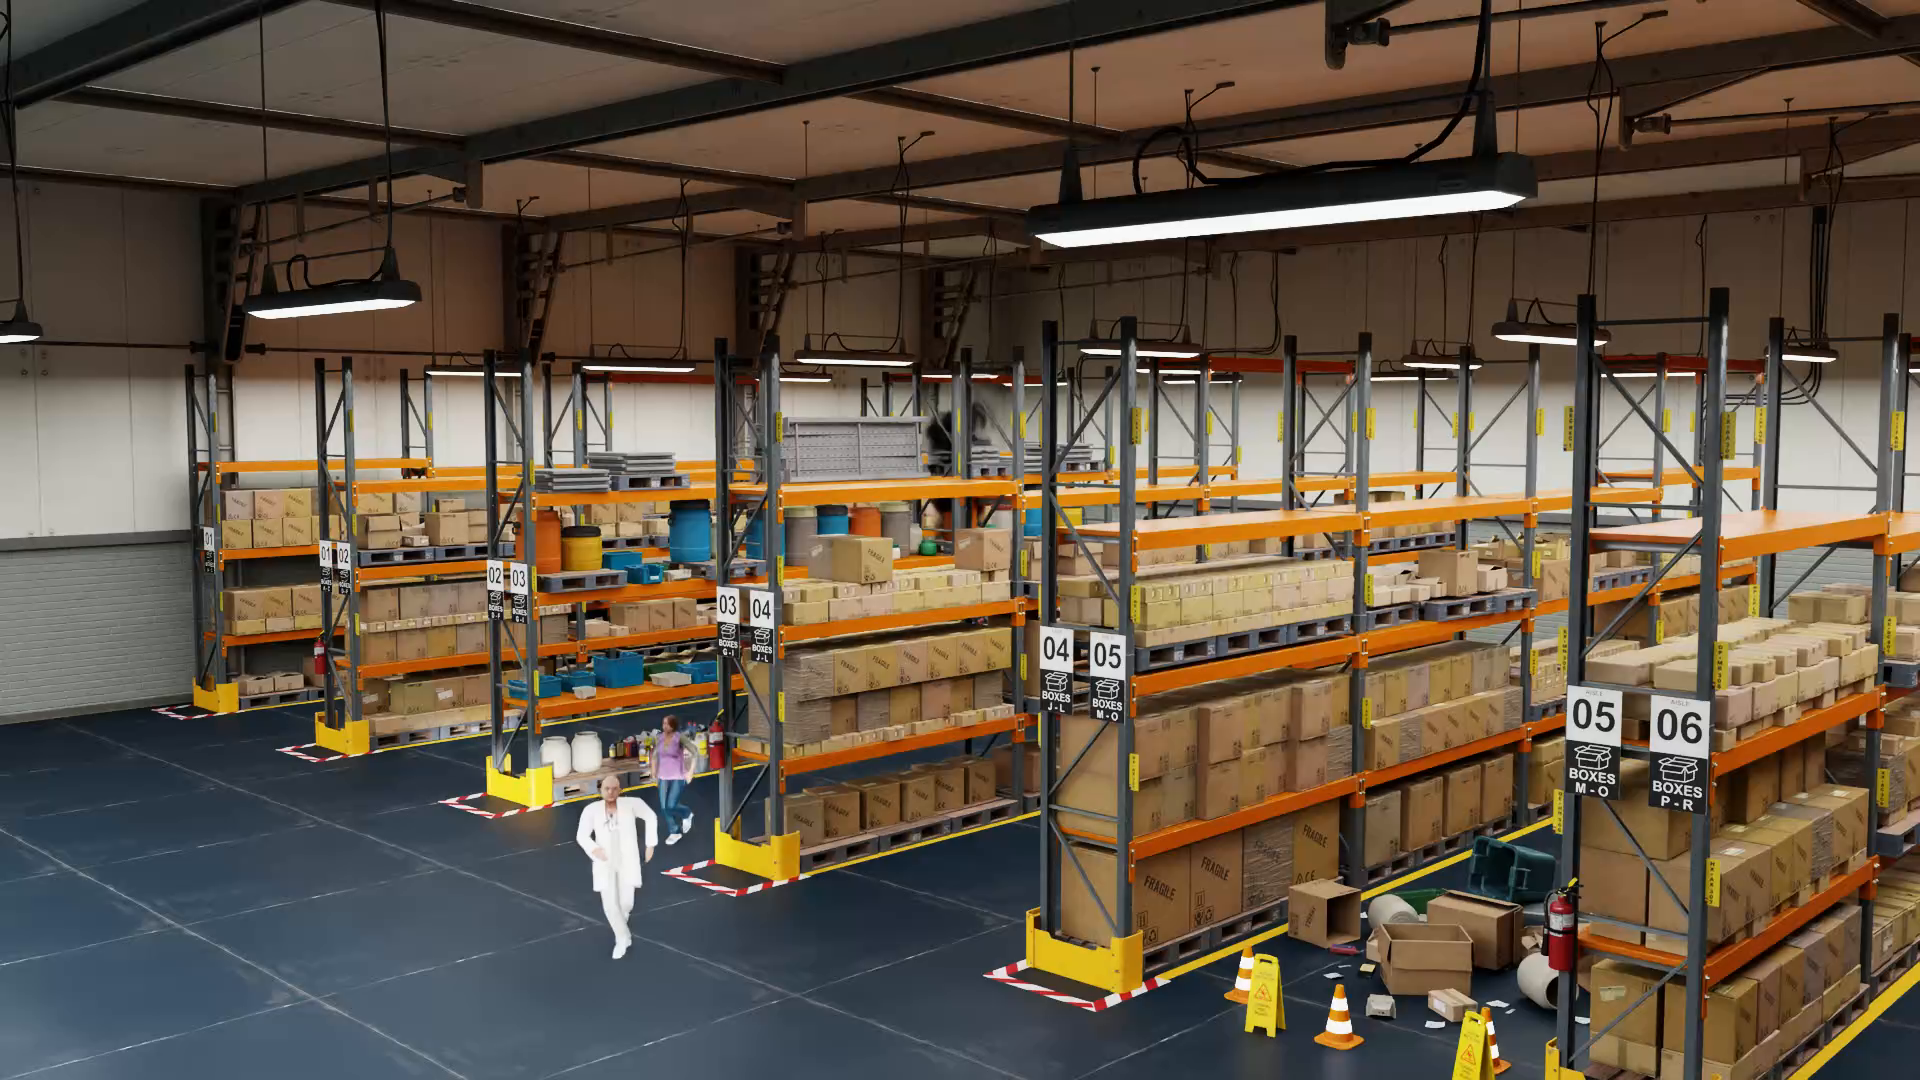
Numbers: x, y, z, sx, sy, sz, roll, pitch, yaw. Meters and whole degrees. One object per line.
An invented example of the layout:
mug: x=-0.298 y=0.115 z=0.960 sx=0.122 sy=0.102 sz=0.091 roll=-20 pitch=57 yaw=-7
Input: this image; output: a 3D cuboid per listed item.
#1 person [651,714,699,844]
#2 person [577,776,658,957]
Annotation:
person: x=-3.448 y=2.868 z=19.968 sx=0.574 sy=1.564 sz=0.565 roll=2 pitch=5 yaw=19
person: x=-3.275 y=3.102 z=15.909 sx=0.759 sy=1.732 sz=0.728 roll=-1 pitch=4 yaw=-10
